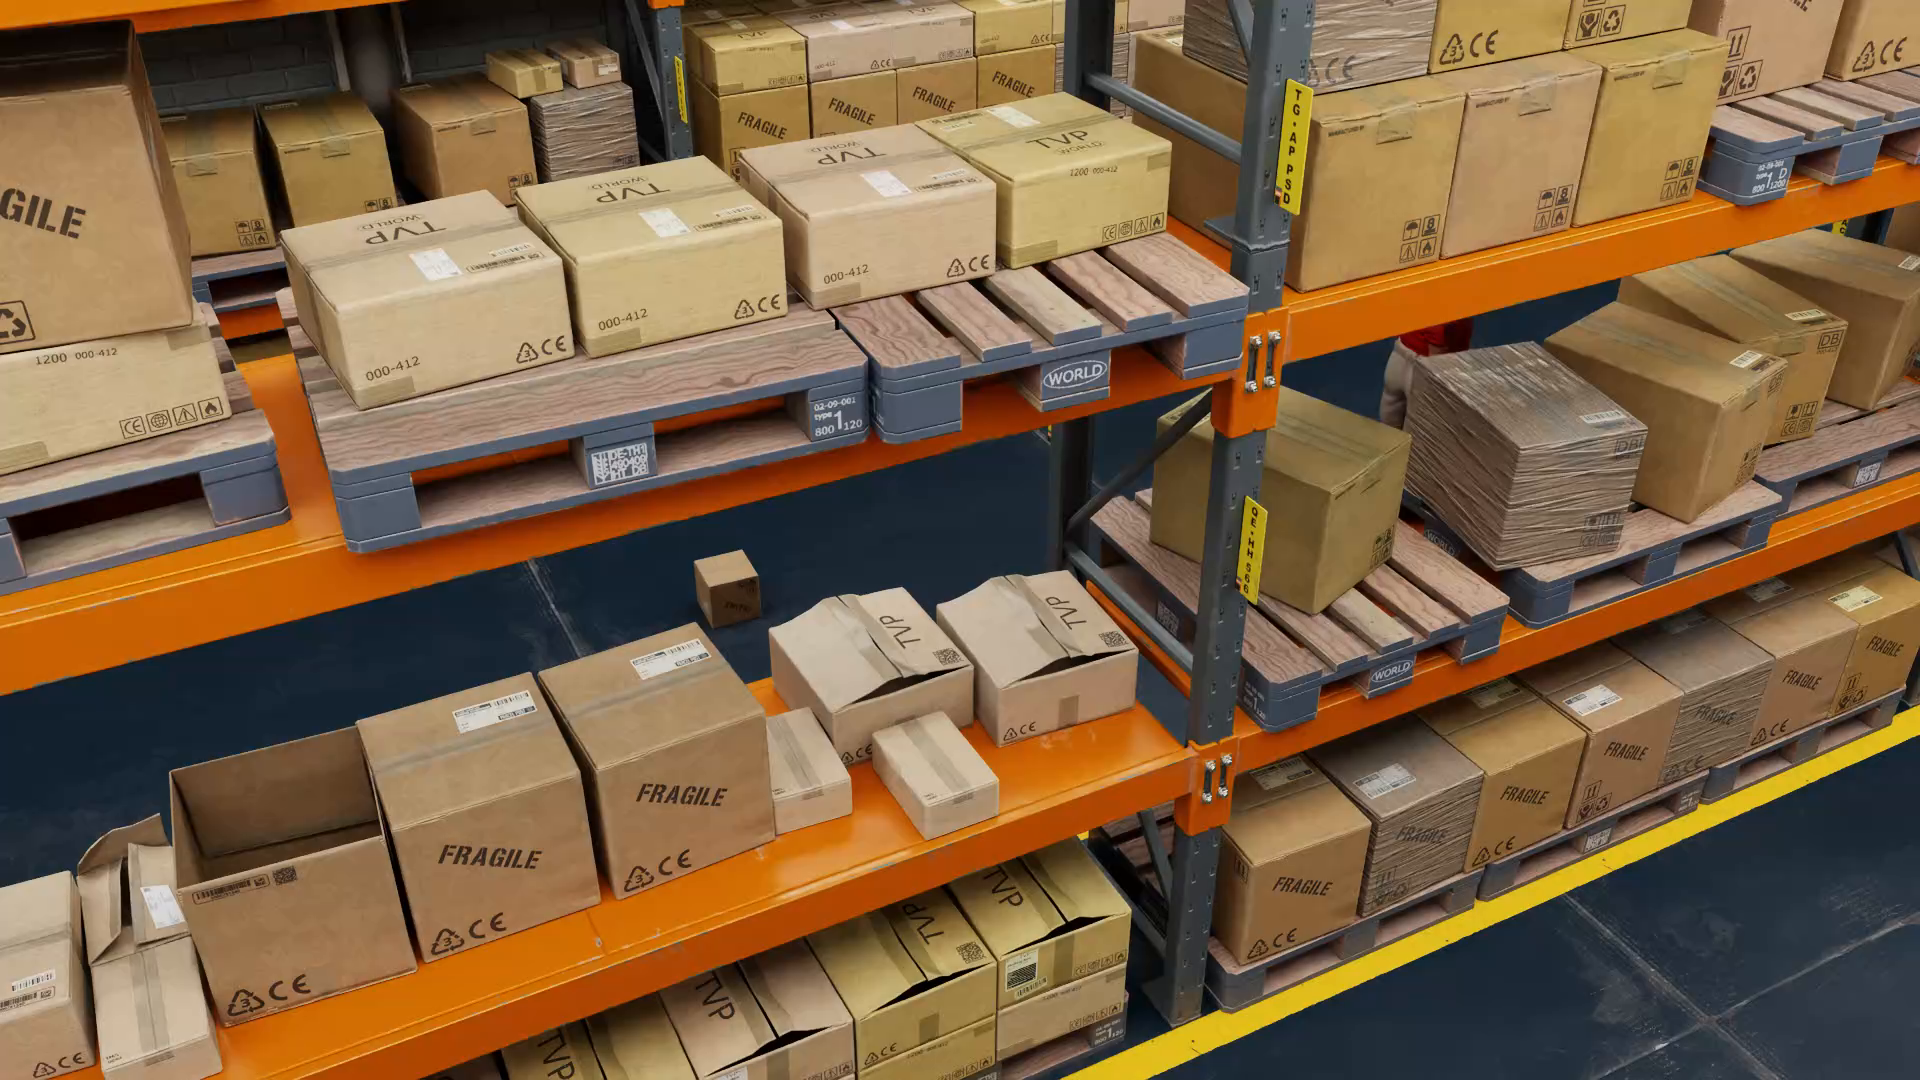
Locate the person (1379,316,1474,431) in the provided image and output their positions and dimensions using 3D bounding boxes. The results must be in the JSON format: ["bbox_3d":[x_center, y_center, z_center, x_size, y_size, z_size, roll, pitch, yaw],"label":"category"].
[{"bbox_3d":[2.315,-0.834,8.435,0.914,1.686,0.534,-13,35,-20],"label":"person"}]
